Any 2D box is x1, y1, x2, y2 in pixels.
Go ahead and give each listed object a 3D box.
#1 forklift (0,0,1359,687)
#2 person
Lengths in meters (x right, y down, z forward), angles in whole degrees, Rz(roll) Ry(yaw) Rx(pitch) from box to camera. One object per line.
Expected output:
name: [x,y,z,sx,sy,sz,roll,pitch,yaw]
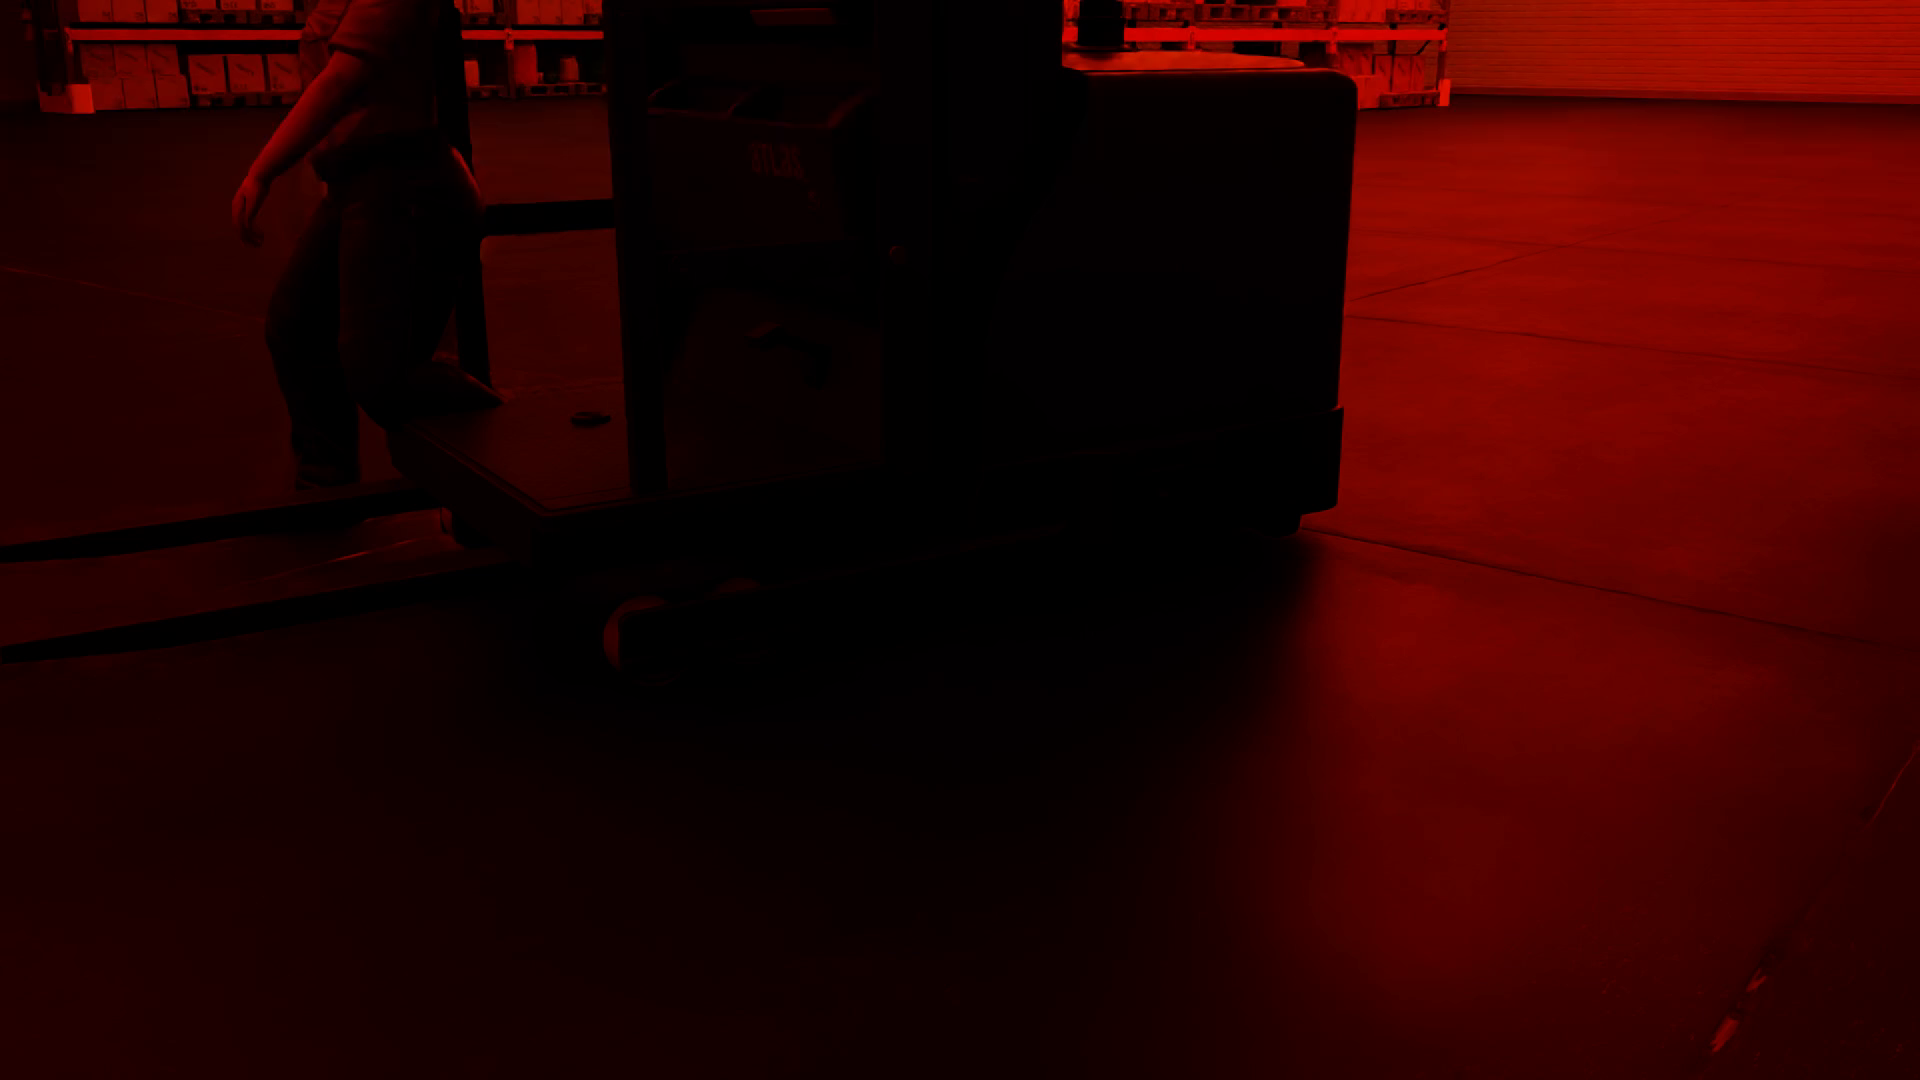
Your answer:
forklift: [-0.607,-1.307,3.202,3.031,2.935,1.130,-11,20,-31]
person: [-1.289,-0.756,3.712,0.718,1.568,0.689,-8,19,-26]
